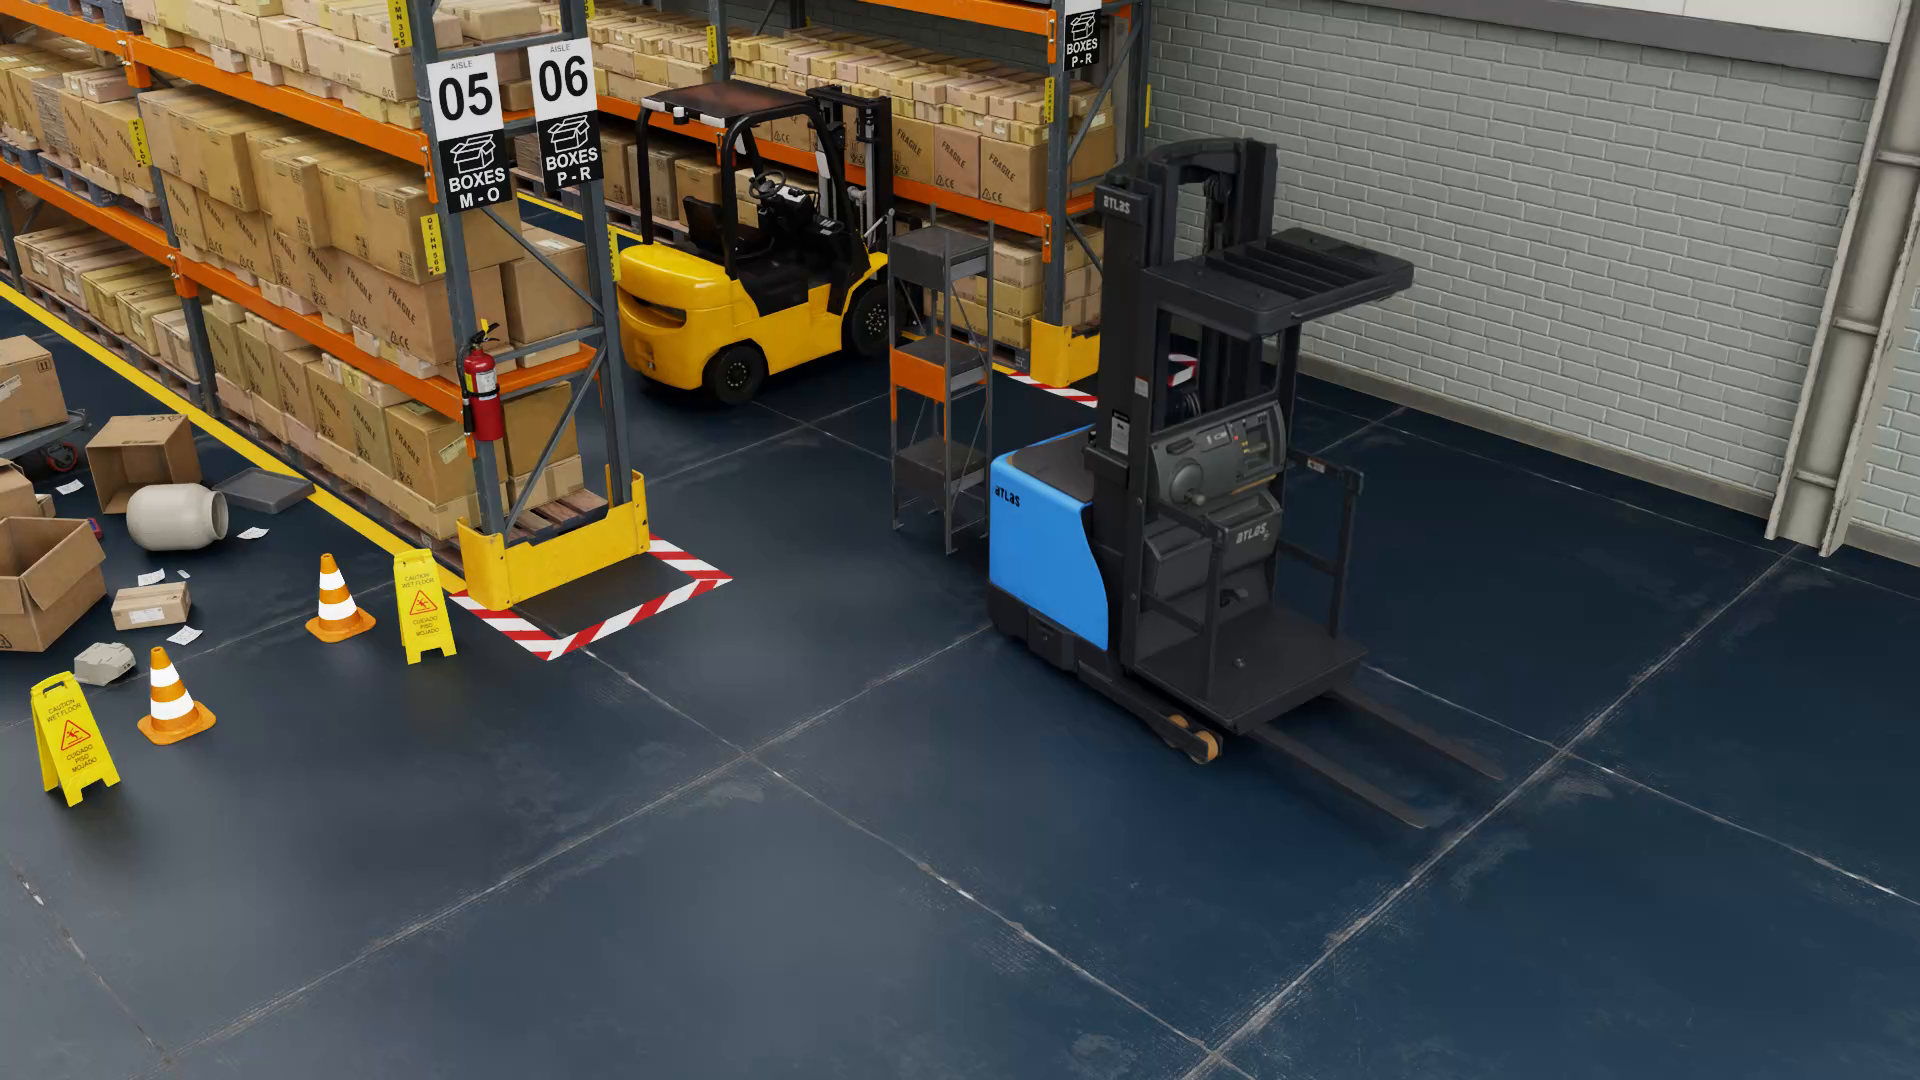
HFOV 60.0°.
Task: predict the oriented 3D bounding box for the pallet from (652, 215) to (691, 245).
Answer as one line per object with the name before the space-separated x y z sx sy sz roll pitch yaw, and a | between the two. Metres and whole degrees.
pallet | -2.361 -3.062 16.339 1.213 0.211 1.003 25 36 38

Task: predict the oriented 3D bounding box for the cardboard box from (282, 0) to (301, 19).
cardboard box | -3.716 -3.147 9.695 0.250 0.149 0.380 23 36 37

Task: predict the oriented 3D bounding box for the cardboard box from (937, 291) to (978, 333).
cardboard box | 0.140 -1.946 13.725 0.500 0.250 0.500 25 36 38

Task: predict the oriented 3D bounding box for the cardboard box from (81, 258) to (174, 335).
cardboard box | -6.673 -2.073 13.835 0.950 0.372 0.625 -24 36 -38

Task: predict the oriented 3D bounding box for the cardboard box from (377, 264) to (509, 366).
cardboard box | -3.013 -1.376 9.711 0.500 0.500 0.500 24 36 38

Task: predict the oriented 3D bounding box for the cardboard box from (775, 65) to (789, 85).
cardboard box | -1.374 -4.049 14.416 0.250 0.149 0.380 24 36 38

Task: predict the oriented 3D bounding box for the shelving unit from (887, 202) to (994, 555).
shelving unit | -0.118 -0.983 10.357 0.503 2.100 0.431 25 36 38

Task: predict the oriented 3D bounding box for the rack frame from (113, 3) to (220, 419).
rack frame | -5.286 -2.420 12.123 0.127 3.000 1.000 25 36 38

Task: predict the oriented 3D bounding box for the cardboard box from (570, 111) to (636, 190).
cardboard box | -3.754 -4.090 17.399 0.875 0.625 0.625 -24 36 -38

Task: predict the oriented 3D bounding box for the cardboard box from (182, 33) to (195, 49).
cardboard box | -4.834 -3.305 10.853 0.250 0.149 0.380 25 36 38

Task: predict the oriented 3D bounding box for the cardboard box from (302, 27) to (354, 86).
cardboard box | -3.336 -2.754 9.377 0.500 0.250 0.500 24 36 38

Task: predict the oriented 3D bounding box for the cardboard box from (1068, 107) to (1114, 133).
cardboard box | 0.984 -3.292 12.976 0.250 0.149 0.380 23 36 37

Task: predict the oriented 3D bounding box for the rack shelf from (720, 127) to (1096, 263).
rack shelf | -0.382 -3.098 14.184 4.000 0.370 1.077 25 36 38

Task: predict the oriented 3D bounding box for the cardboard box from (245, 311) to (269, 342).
cardboard box | -4.639 -1.498 11.370 0.380 0.149 0.250 -24 36 -37

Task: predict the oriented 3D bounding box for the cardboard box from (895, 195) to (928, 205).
cardboard box | -0.234 -2.892 14.450 0.500 0.250 0.500 24 36 37

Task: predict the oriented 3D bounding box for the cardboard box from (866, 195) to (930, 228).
cardboard box | -0.594 -2.715 14.113 0.500 0.250 0.500 24 36 37

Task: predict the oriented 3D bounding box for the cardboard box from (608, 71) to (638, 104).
cardboard box | -3.046 -4.414 16.076 0.500 0.250 0.500 25 37 39

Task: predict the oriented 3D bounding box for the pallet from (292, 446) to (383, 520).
pallet | -3.908 -0.580 11.620 1.213 0.211 1.003 25 36 38

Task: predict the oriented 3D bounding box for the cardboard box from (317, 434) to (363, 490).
cardboard box | -3.939 -0.599 11.162 0.500 0.250 0.500 23 35 37

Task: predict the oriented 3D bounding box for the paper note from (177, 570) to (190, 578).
paper note | -4.823 0.211 10.331 0.123 0.001 0.032 25 36 38

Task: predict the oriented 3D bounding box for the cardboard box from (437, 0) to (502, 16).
cardboard box | -2.735 -2.945 9.311 0.250 0.149 0.380 24 36 38

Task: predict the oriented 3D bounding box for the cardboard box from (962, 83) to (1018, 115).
cardboard box | 0.238 -3.420 12.900 0.380 0.149 0.250 -24 36 -38

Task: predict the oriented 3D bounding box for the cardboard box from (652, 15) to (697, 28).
cardboard box | -2.781 -5.019 16.262 0.250 0.149 0.380 24 36 38

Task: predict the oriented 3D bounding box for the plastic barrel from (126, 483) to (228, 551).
plastic barrel | -4.968 -0.146 10.566 0.512 0.421 0.421 -3 28 -5

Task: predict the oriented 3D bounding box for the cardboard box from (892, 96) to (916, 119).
cardboard box | -0.331 -3.525 13.420 0.250 0.149 0.380 25 37 39

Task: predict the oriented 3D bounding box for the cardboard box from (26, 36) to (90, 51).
cardboard box | -7.619 -4.031 14.308 0.500 0.500 0.500 23 36 37

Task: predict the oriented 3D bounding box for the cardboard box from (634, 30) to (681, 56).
cardboard box | -2.822 -4.655 15.569 0.250 0.149 0.380 23 36 37

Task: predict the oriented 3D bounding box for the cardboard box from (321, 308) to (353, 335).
cardboard box | -3.811 -1.449 10.546 0.250 0.149 0.380 24 36 38

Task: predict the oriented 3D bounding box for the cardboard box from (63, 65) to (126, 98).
cardboard box | -6.486 -3.447 12.500 0.250 0.149 0.380 23 35 36

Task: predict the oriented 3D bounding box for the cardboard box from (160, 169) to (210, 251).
cardboard box | -5.167 -2.360 11.581 0.500 0.500 0.500 24 36 38

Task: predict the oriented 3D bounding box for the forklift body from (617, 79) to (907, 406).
forklift body | -1.587 -2.401 12.999 1.214 2.155 2.313 25 36 38

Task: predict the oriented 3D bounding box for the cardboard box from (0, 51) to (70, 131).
cardboard box | -7.603 -3.696 13.671 0.500 0.500 0.500 -23 35 -37

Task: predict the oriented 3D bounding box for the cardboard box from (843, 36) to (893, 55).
cardboard box | -0.798 -4.289 14.554 0.250 0.149 0.380 24 36 37

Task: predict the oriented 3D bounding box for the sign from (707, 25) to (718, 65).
sign | -2.182 -4.363 14.658 0.005 0.325 0.100 25 36 38

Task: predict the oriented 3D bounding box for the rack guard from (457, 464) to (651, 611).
rack guard | -2.487 -0.033 10.270 0.348 0.500 1.175 25 36 38

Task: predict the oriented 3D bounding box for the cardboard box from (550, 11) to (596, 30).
cardboard box | -3.852 -5.188 16.583 0.380 0.149 0.250 -25 37 -39

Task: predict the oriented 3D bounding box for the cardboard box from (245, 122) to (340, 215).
cardboard box | -4.000 -2.336 10.462 0.500 0.500 0.700 24 36 38

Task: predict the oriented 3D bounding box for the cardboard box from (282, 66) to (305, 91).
cardboard box | -3.777 -2.782 9.858 0.250 0.149 0.380 23 36 37

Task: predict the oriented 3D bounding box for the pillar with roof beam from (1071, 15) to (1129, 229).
pillar with roof beam | -1.839 -4.516 9.663 0.400 9.000 9.100 25 36 38

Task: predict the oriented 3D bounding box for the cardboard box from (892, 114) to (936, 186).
cardboard box | -0.220 -3.221 13.538 0.500 0.500 0.500 24 36 37

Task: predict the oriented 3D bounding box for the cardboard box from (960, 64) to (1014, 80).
cardboard box | 0.222 -3.748 13.525 0.380 0.149 0.250 -24 36 -38

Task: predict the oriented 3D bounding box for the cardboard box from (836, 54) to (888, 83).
cardboard box | -0.815 -3.935 13.880 0.250 0.149 0.380 24 36 38

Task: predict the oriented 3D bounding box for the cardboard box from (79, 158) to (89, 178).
cardboard box | -6.563 -2.909 12.871 0.250 0.149 0.380 25 36 38

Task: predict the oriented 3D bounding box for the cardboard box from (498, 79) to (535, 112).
cardboard box | -2.442 -2.547 9.412 0.250 0.149 0.380 25 36 38

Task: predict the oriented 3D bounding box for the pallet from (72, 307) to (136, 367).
pallet | -6.716 -1.838 14.011 1.213 0.211 1.003 25 36 38

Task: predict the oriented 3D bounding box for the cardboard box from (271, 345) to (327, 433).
cardboard box | -4.296 -1.098 11.306 0.500 0.500 0.500 -23 35 -37

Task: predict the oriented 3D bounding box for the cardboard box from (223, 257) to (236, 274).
cardboard box | -4.859 -1.958 11.514 0.250 0.149 0.380 24 36 38

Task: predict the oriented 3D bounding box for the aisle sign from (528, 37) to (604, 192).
aisle sign | -2.172 -2.348 9.193 0.004 0.787 0.394 25 36 38

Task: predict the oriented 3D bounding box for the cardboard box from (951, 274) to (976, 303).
cardboard box | 0.128 -2.176 13.624 0.500 0.250 0.500 24 36 38

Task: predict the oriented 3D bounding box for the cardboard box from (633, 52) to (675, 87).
cardboard box | -2.709 -4.464 15.634 0.500 0.250 0.500 23 36 37

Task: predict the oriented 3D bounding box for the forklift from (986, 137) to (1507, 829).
forklift | 1.462 -0.408 8.370 1.130 2.935 3.031 -20 34 -33

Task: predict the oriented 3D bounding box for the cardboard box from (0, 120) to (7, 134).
cardboard box | -7.858 -3.529 14.050 0.250 0.149 0.380 22 35 35

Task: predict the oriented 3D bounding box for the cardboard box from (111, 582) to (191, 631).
cardboard box | -4.784 0.390 9.842 0.380 0.149 0.250 -7 29 -14
